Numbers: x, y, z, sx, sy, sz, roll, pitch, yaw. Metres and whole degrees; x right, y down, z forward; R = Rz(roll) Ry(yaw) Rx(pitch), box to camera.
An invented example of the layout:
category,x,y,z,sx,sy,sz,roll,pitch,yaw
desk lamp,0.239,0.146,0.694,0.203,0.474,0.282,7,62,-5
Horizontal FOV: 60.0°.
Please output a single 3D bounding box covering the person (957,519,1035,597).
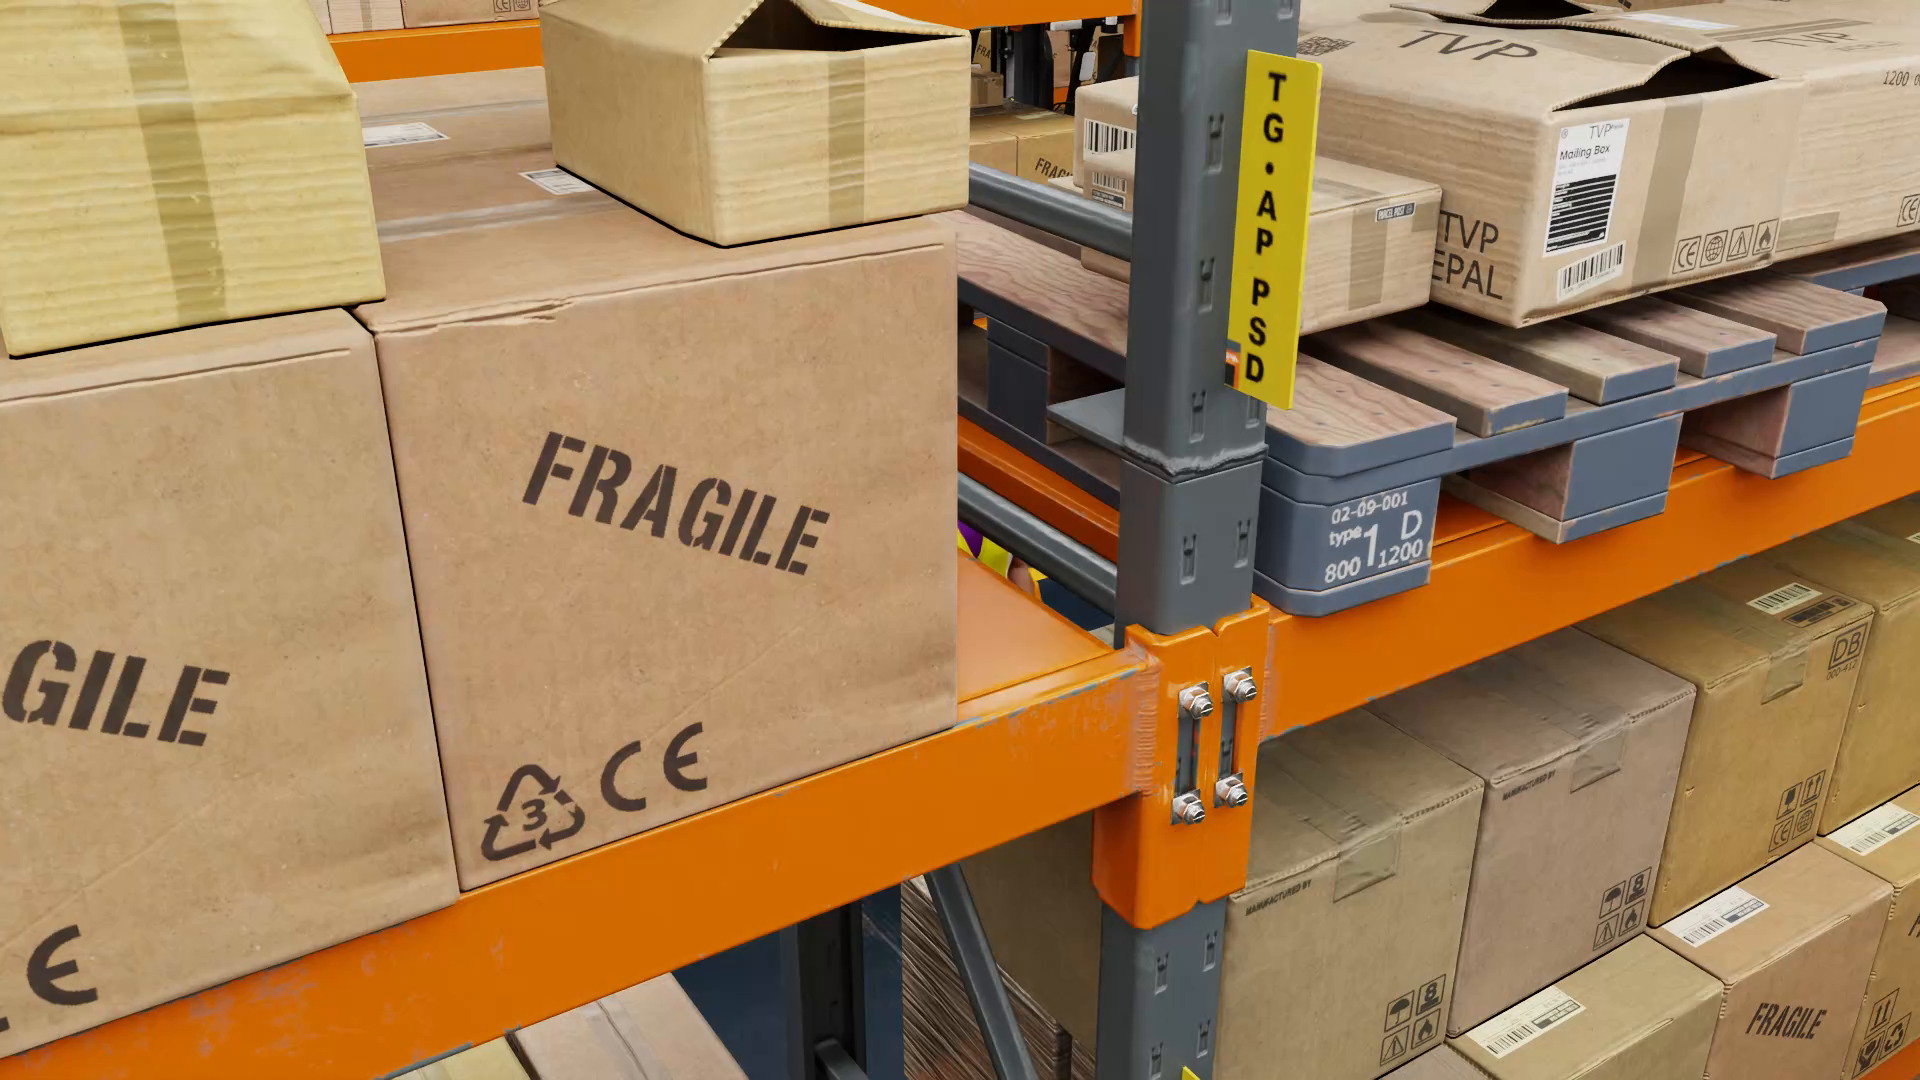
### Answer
category,x,y,z,sx,sy,sz,roll,pitch,yaw
person,0.036,0.381,5.757,0.548,1.770,0.541,-16,29,-30
